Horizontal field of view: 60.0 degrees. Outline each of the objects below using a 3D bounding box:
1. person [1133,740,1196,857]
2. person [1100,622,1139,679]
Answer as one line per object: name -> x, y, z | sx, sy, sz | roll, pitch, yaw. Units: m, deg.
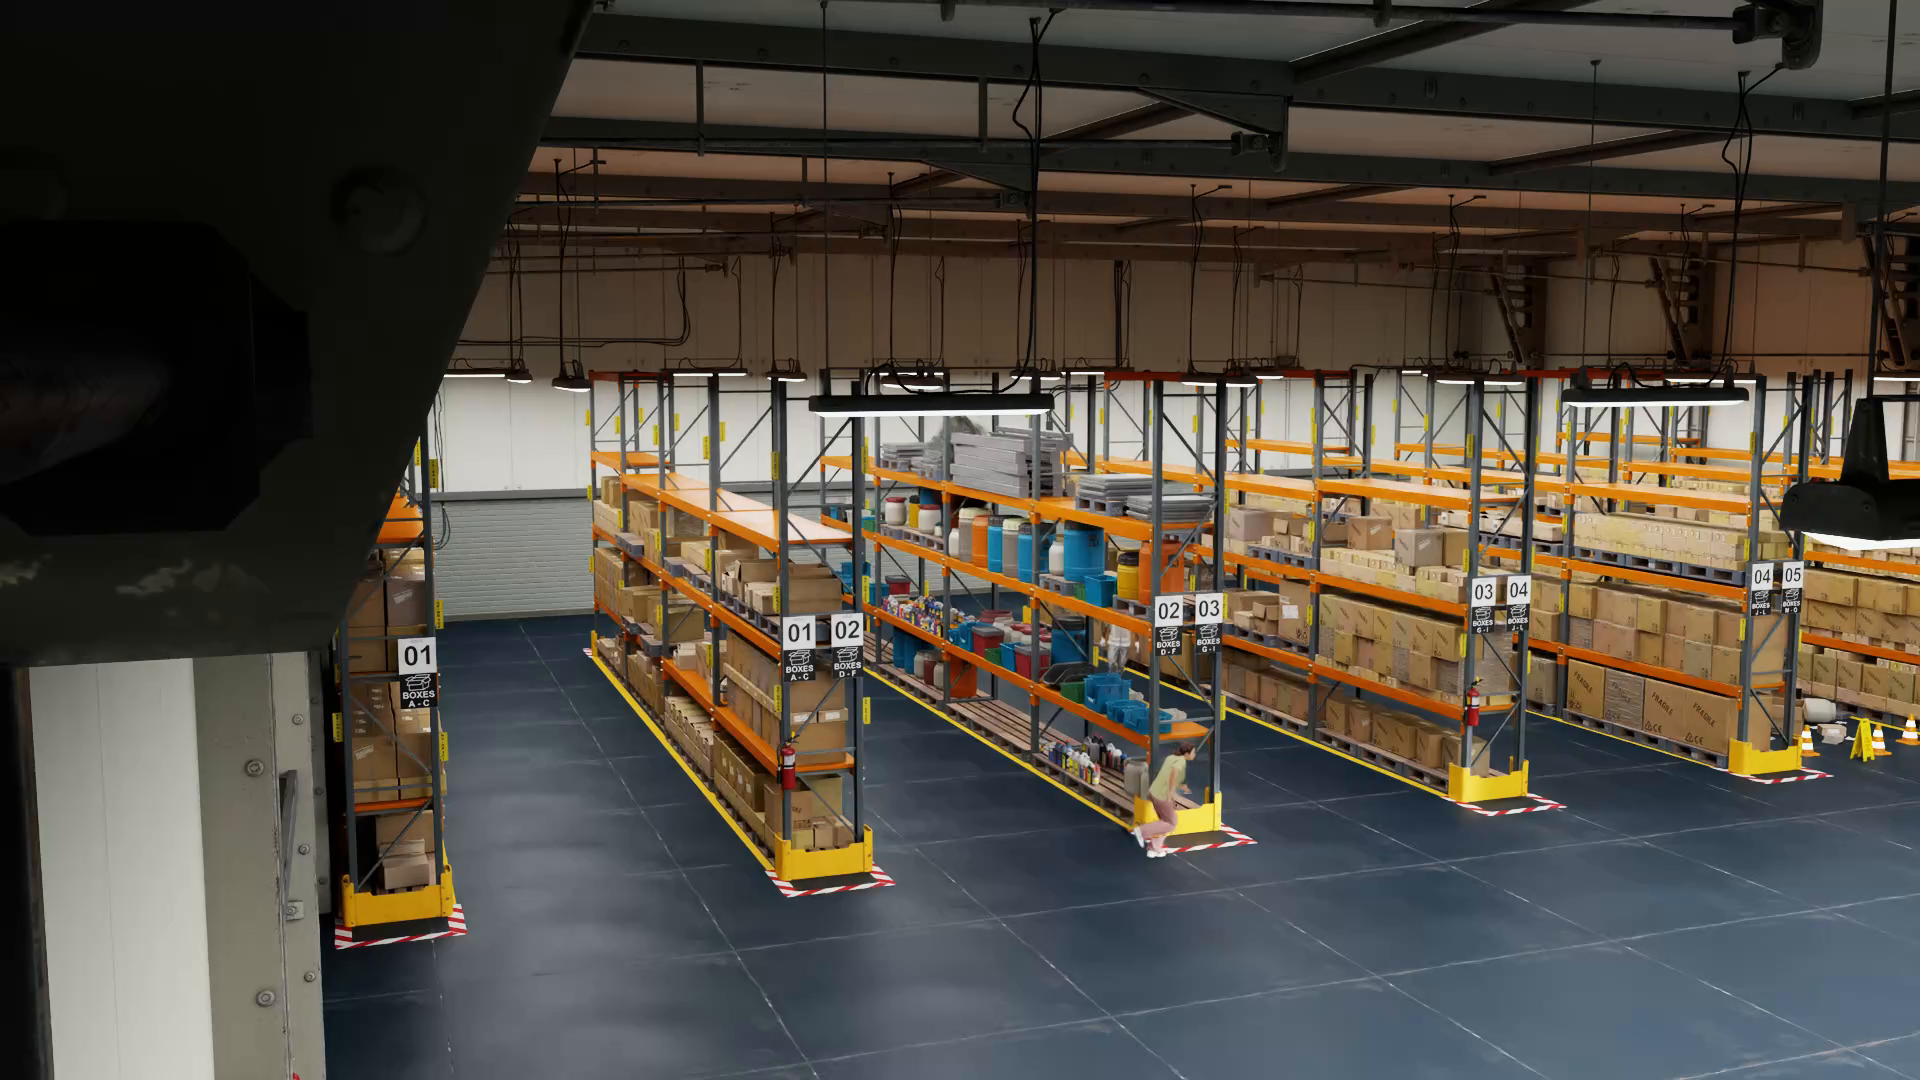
person -> 2.616, 3.262, 20.937 | 0.747, 1.465, 0.599 | -1, 7, -13
person -> 3.007, 1.976, 31.228 | 0.682, 1.718, 0.725 | 0, 6, -4
